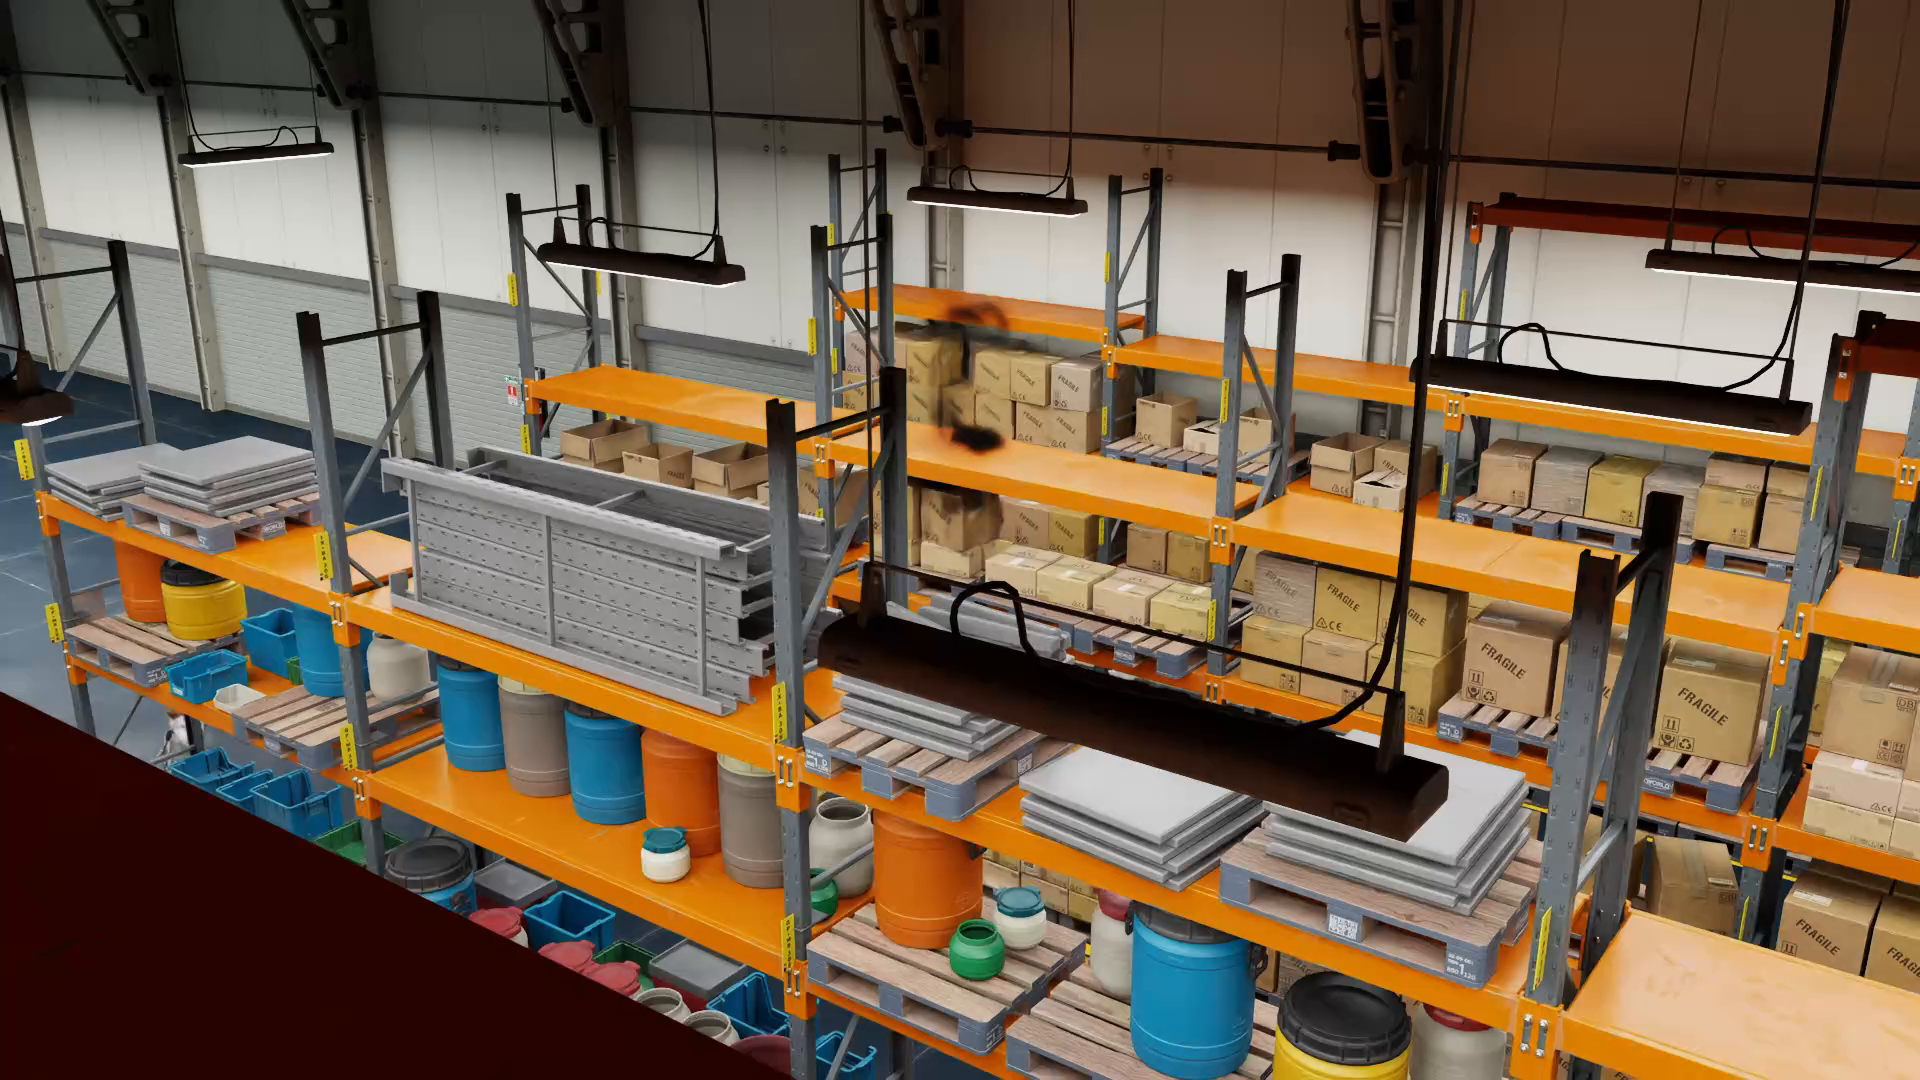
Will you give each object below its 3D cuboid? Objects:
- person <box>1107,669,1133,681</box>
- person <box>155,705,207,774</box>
[{"bbox_3d":[1.601,2.067,16.173,0.930,1.781,0.691,12,22,32],"label":"person"},{"bbox_3d":[-7.286,2.194,15.822,0.679,1.736,0.658,-6,20,-19],"label":"person"}]
